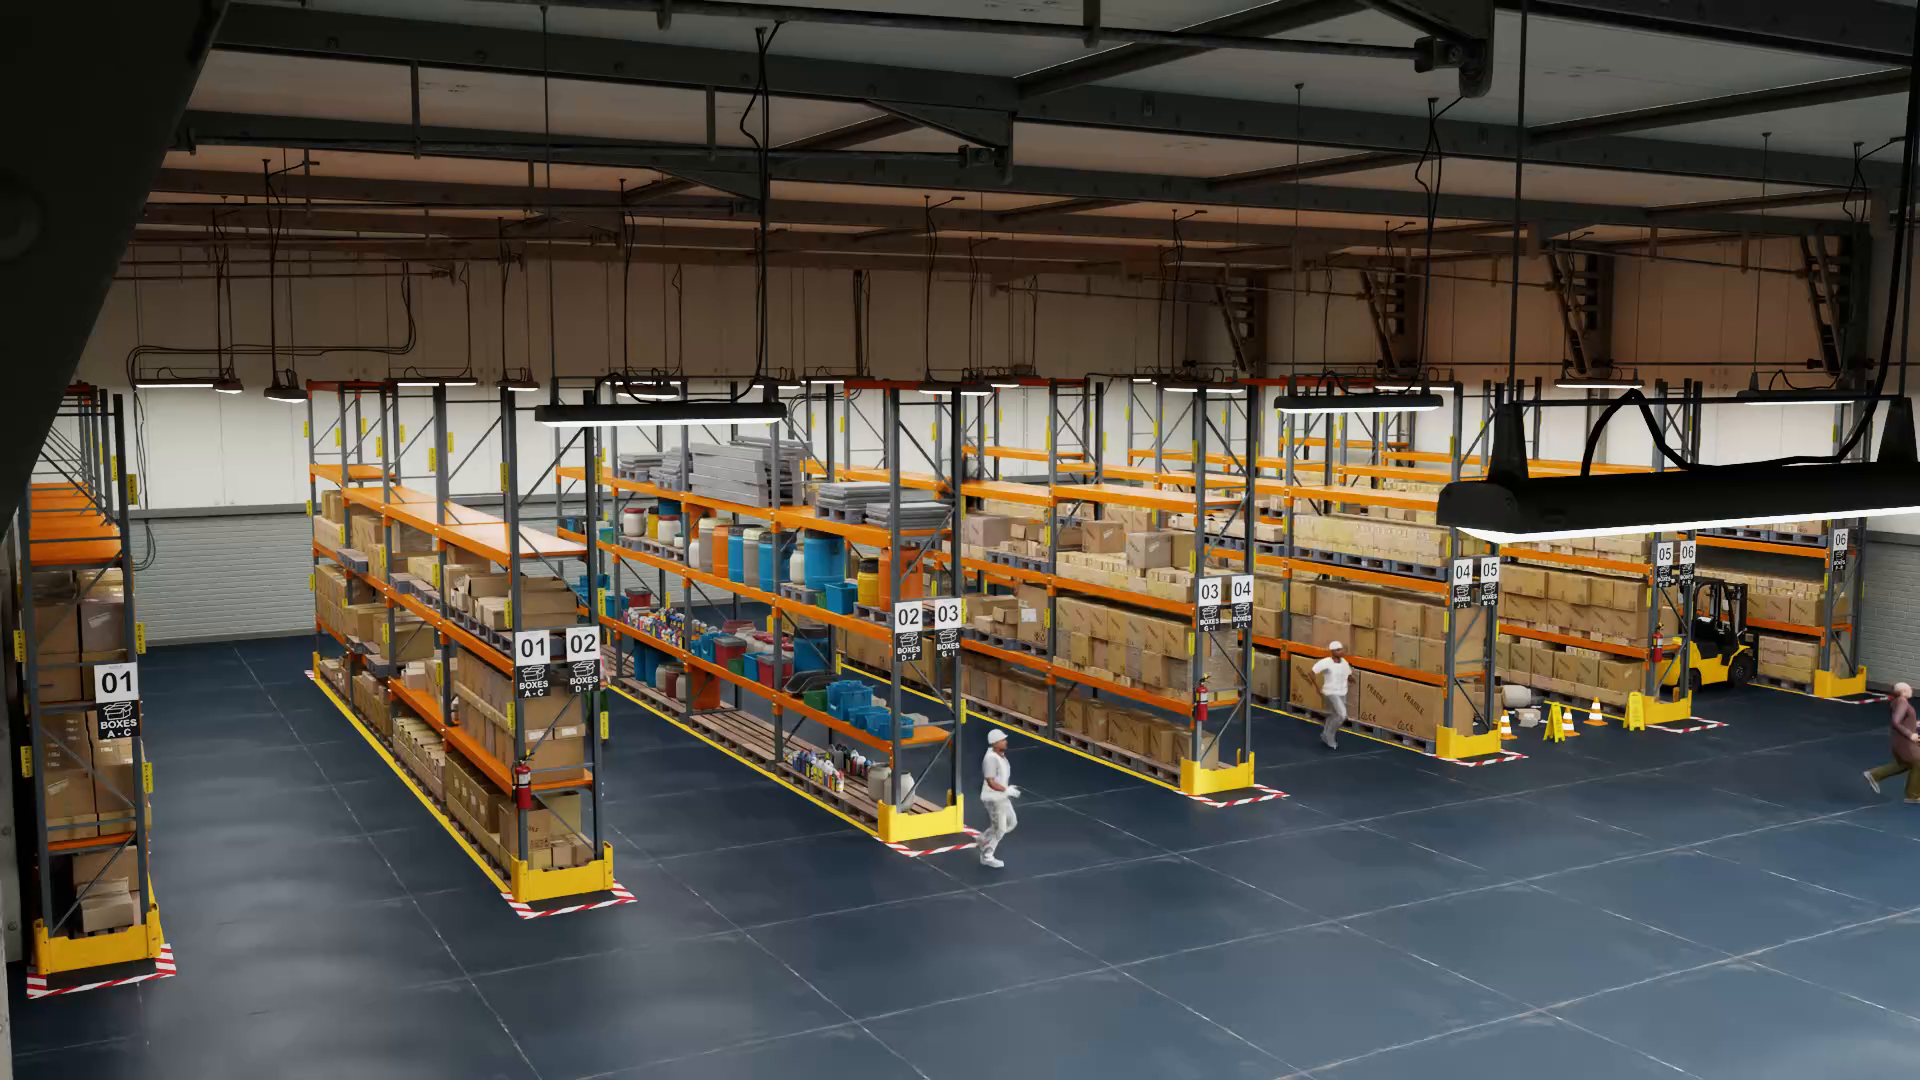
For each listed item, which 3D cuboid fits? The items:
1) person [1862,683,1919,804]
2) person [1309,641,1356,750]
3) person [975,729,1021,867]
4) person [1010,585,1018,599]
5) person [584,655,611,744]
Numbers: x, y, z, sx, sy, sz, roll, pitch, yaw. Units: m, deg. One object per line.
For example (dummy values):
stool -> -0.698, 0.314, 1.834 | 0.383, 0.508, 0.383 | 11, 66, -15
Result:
person -> 13.551, 2.925, 23.956 | 0.897, 1.731, 0.720 | 2, 6, 18
person -> 6.191, 2.553, 27.343 | 0.677, 1.782, 0.710 | -4, 7, -34
person -> 0.481, 3.238, 20.967 | 0.613, 1.743, 0.722 | 1, 6, 10
person -> 1.197, 1.746, 35.964 | 0.548, 1.574, 0.729 | -3, 7, -26
person -> -6.141, 2.511, 27.784 | 0.663, 1.748, 0.780 | -5, 8, -38
